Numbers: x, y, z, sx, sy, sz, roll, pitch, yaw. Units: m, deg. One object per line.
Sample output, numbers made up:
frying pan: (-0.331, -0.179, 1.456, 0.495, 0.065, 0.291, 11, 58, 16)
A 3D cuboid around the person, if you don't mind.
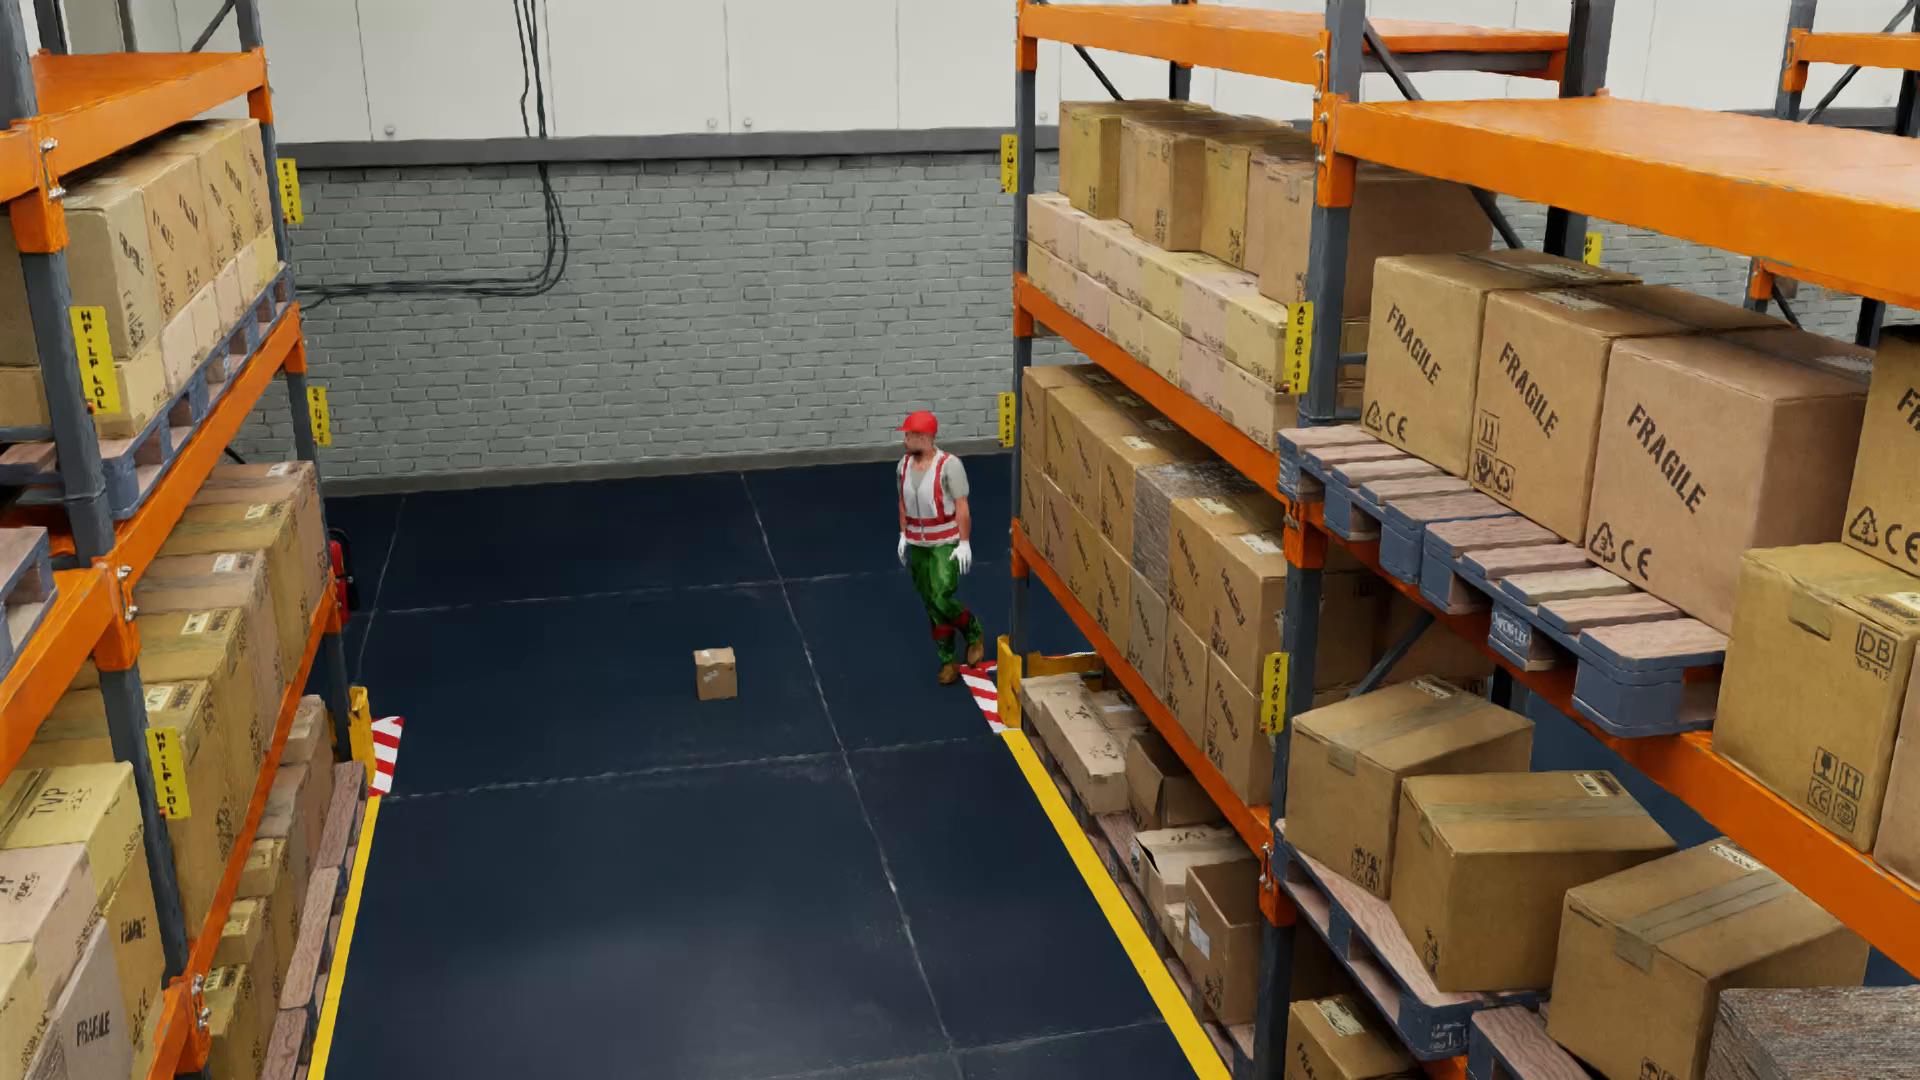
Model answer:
person: (-0.180, 0.051, 10.891, 0.681, 1.771, 0.465, 11, 22, 28)
